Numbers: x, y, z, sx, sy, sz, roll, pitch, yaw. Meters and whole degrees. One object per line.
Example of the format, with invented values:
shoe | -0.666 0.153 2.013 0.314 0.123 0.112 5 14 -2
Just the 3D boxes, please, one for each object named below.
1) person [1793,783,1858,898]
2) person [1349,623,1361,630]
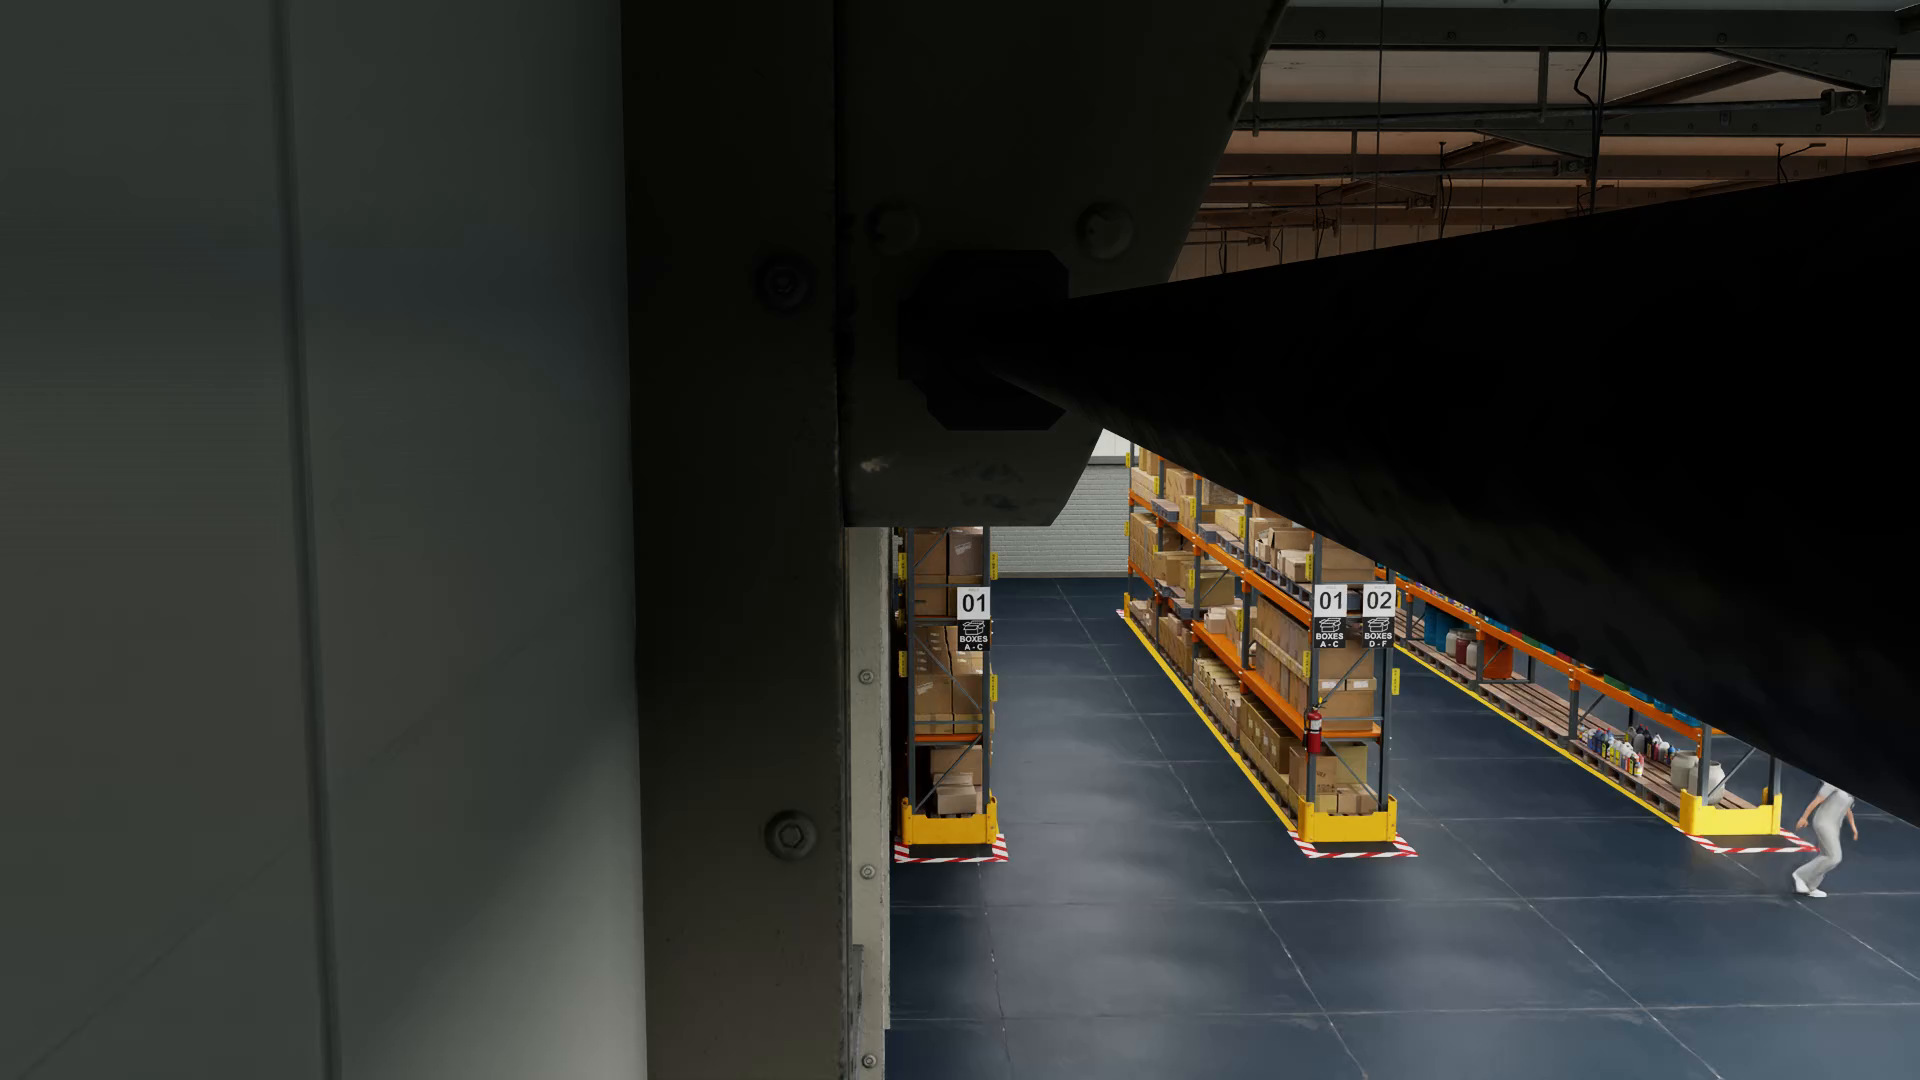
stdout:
person | 9.613 3.176 18.439 0.589 1.616 0.553 -6 10 -41
person | 7.665 1.401 32.272 0.573 1.597 0.732 2 8 14
